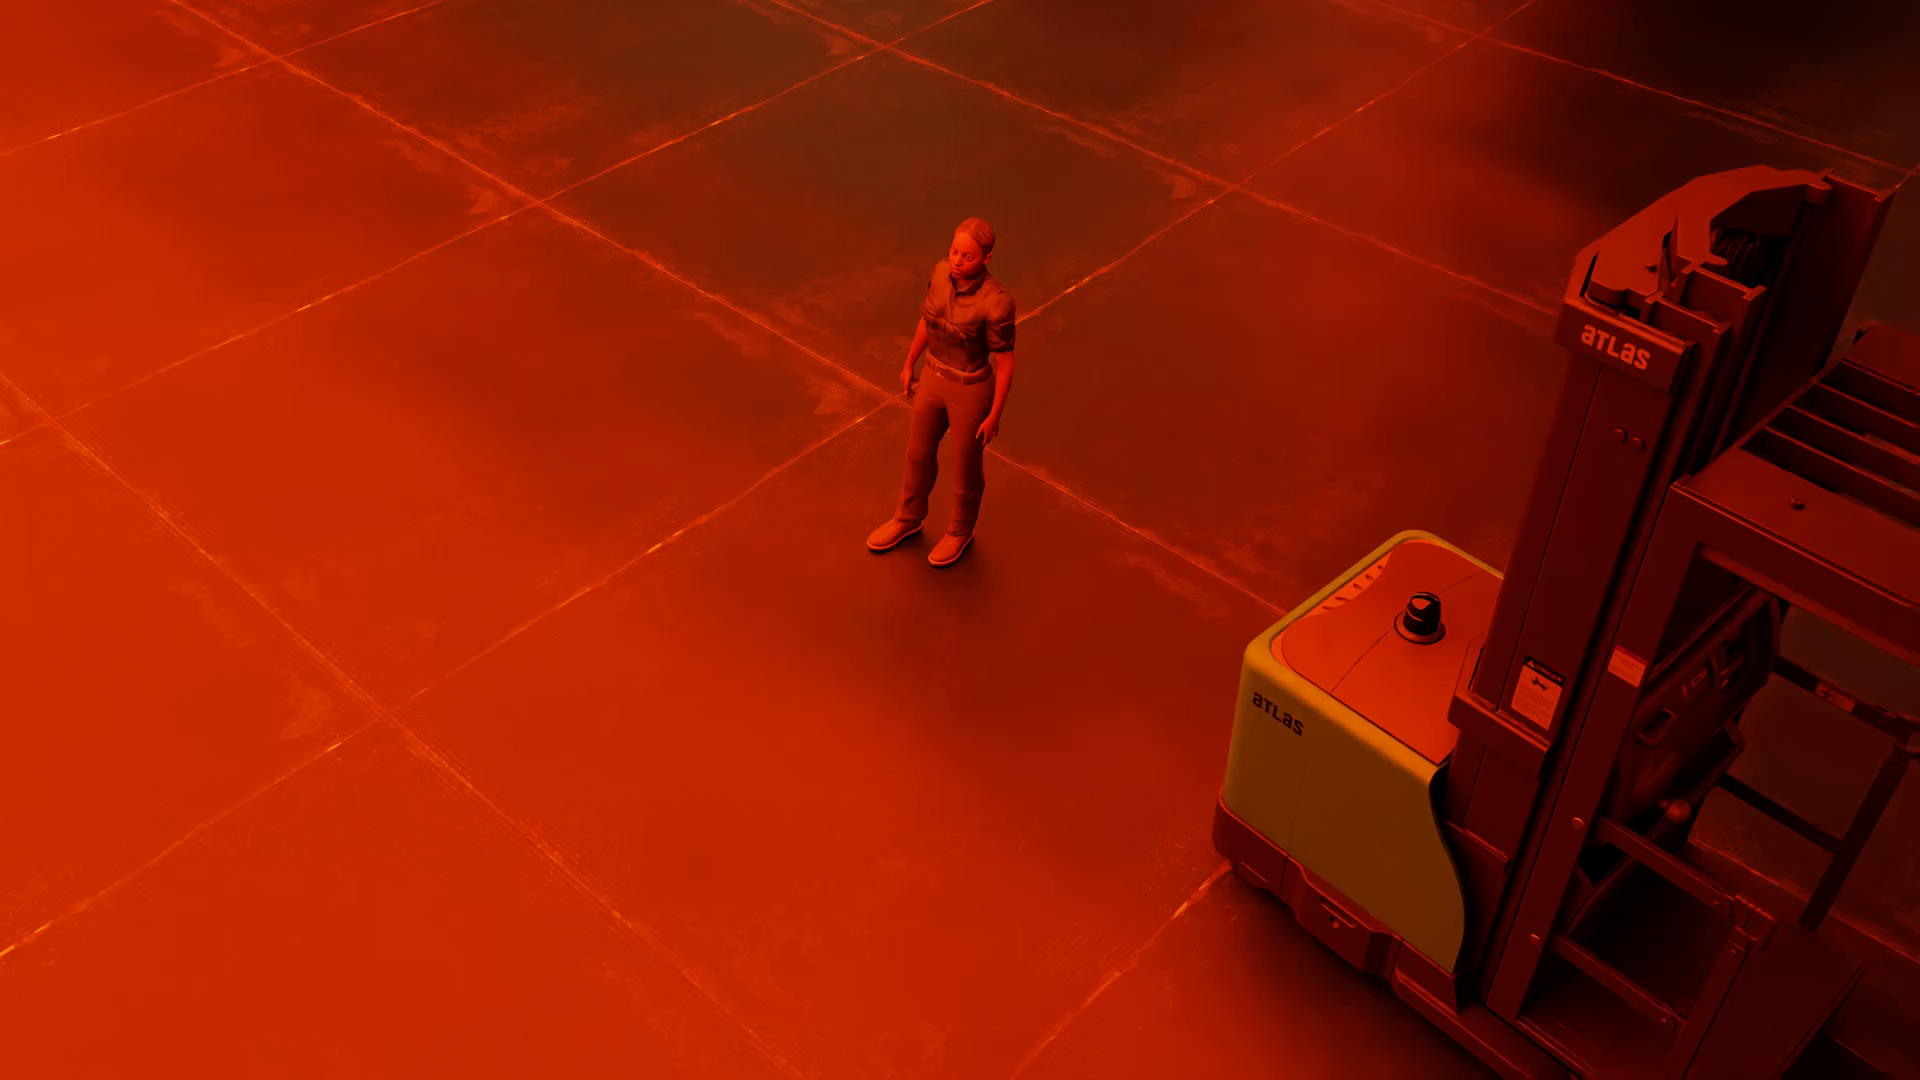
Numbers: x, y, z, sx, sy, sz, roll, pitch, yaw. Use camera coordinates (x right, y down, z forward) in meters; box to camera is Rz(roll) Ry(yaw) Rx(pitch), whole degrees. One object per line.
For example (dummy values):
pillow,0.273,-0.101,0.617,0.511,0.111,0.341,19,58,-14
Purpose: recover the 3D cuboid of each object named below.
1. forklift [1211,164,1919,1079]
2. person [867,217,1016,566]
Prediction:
forklift,2.317,0.556,4.780,1.130,2.935,3.031,-31,49,-31
person,-0.074,-0.599,7.097,0.570,1.656,0.503,31,49,31
